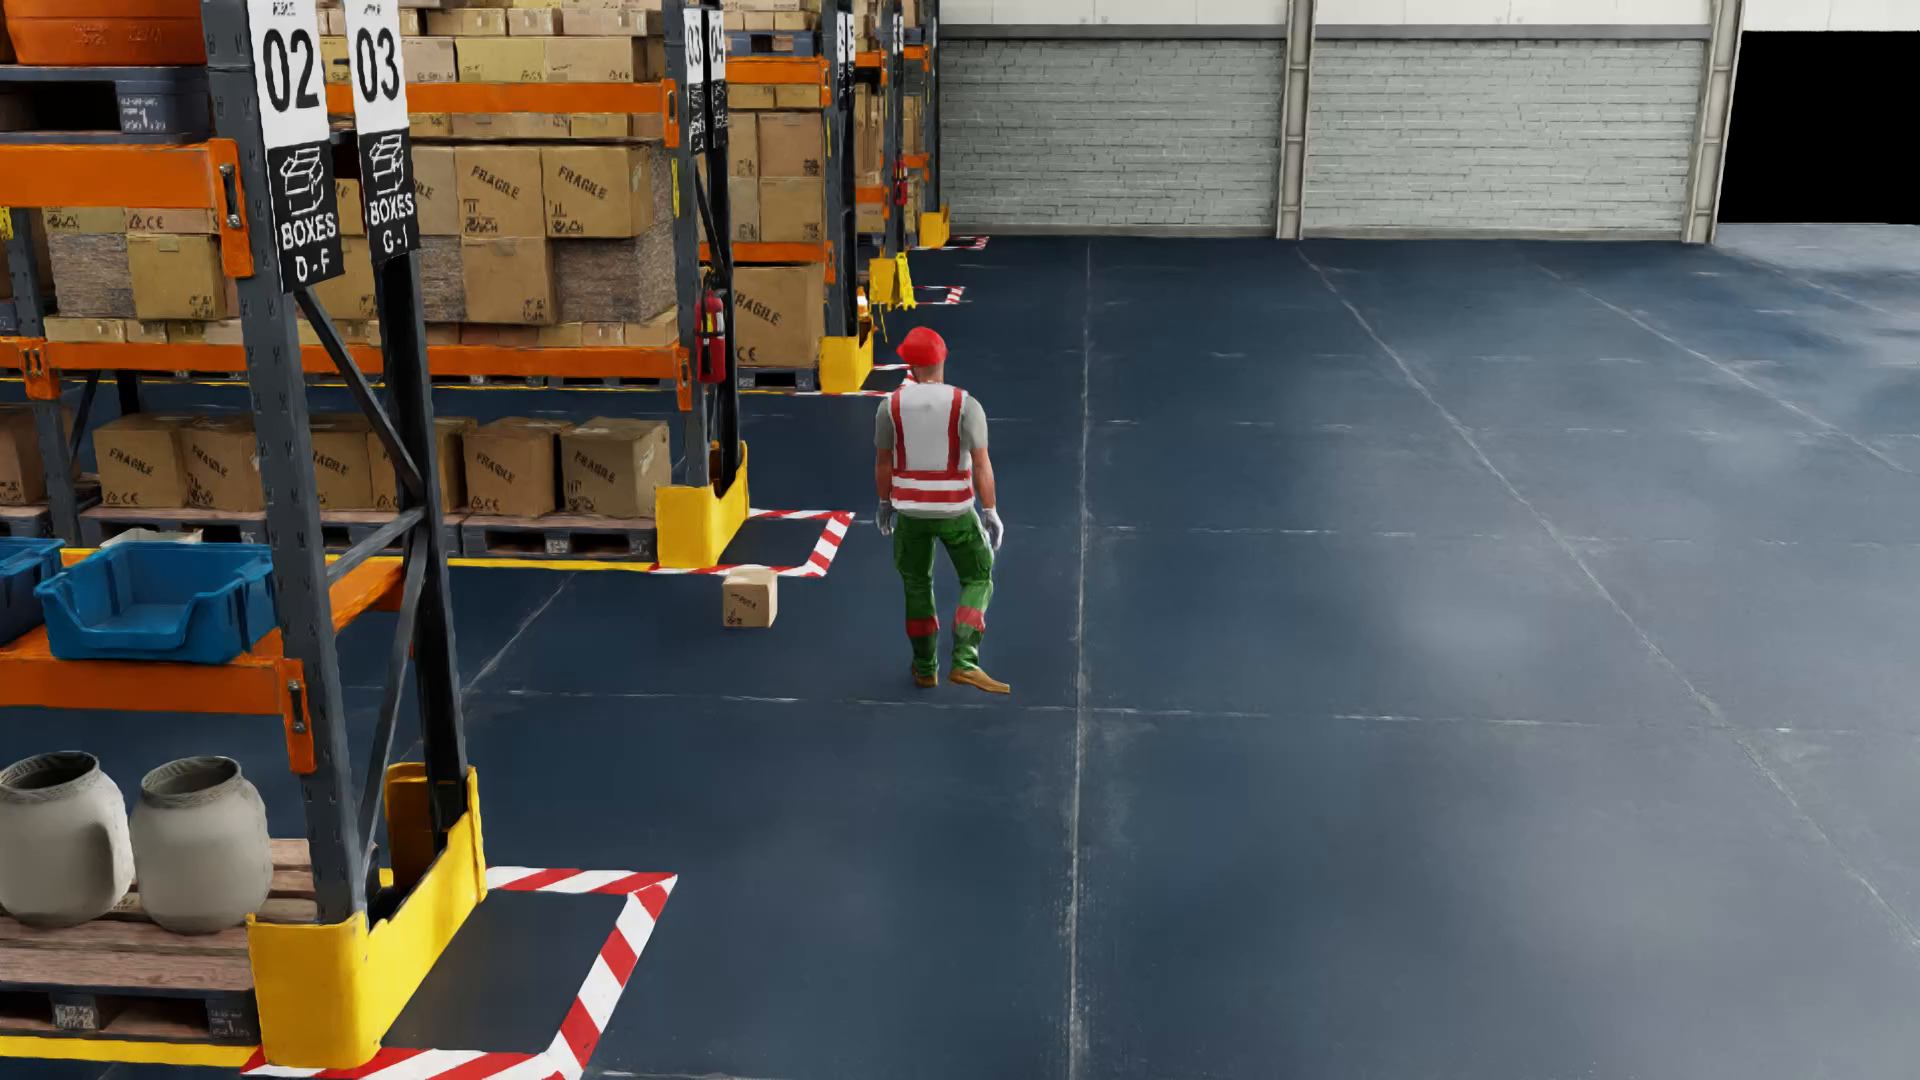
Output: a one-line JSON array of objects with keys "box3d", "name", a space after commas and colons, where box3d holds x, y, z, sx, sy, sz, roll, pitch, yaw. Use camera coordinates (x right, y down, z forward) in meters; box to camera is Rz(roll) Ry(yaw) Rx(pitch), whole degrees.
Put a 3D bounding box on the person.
[{"box3d": [-0.075, -0.110, 7.866, 0.737, 1.786, 0.628, 4, 18, 12], "name": "person"}]
